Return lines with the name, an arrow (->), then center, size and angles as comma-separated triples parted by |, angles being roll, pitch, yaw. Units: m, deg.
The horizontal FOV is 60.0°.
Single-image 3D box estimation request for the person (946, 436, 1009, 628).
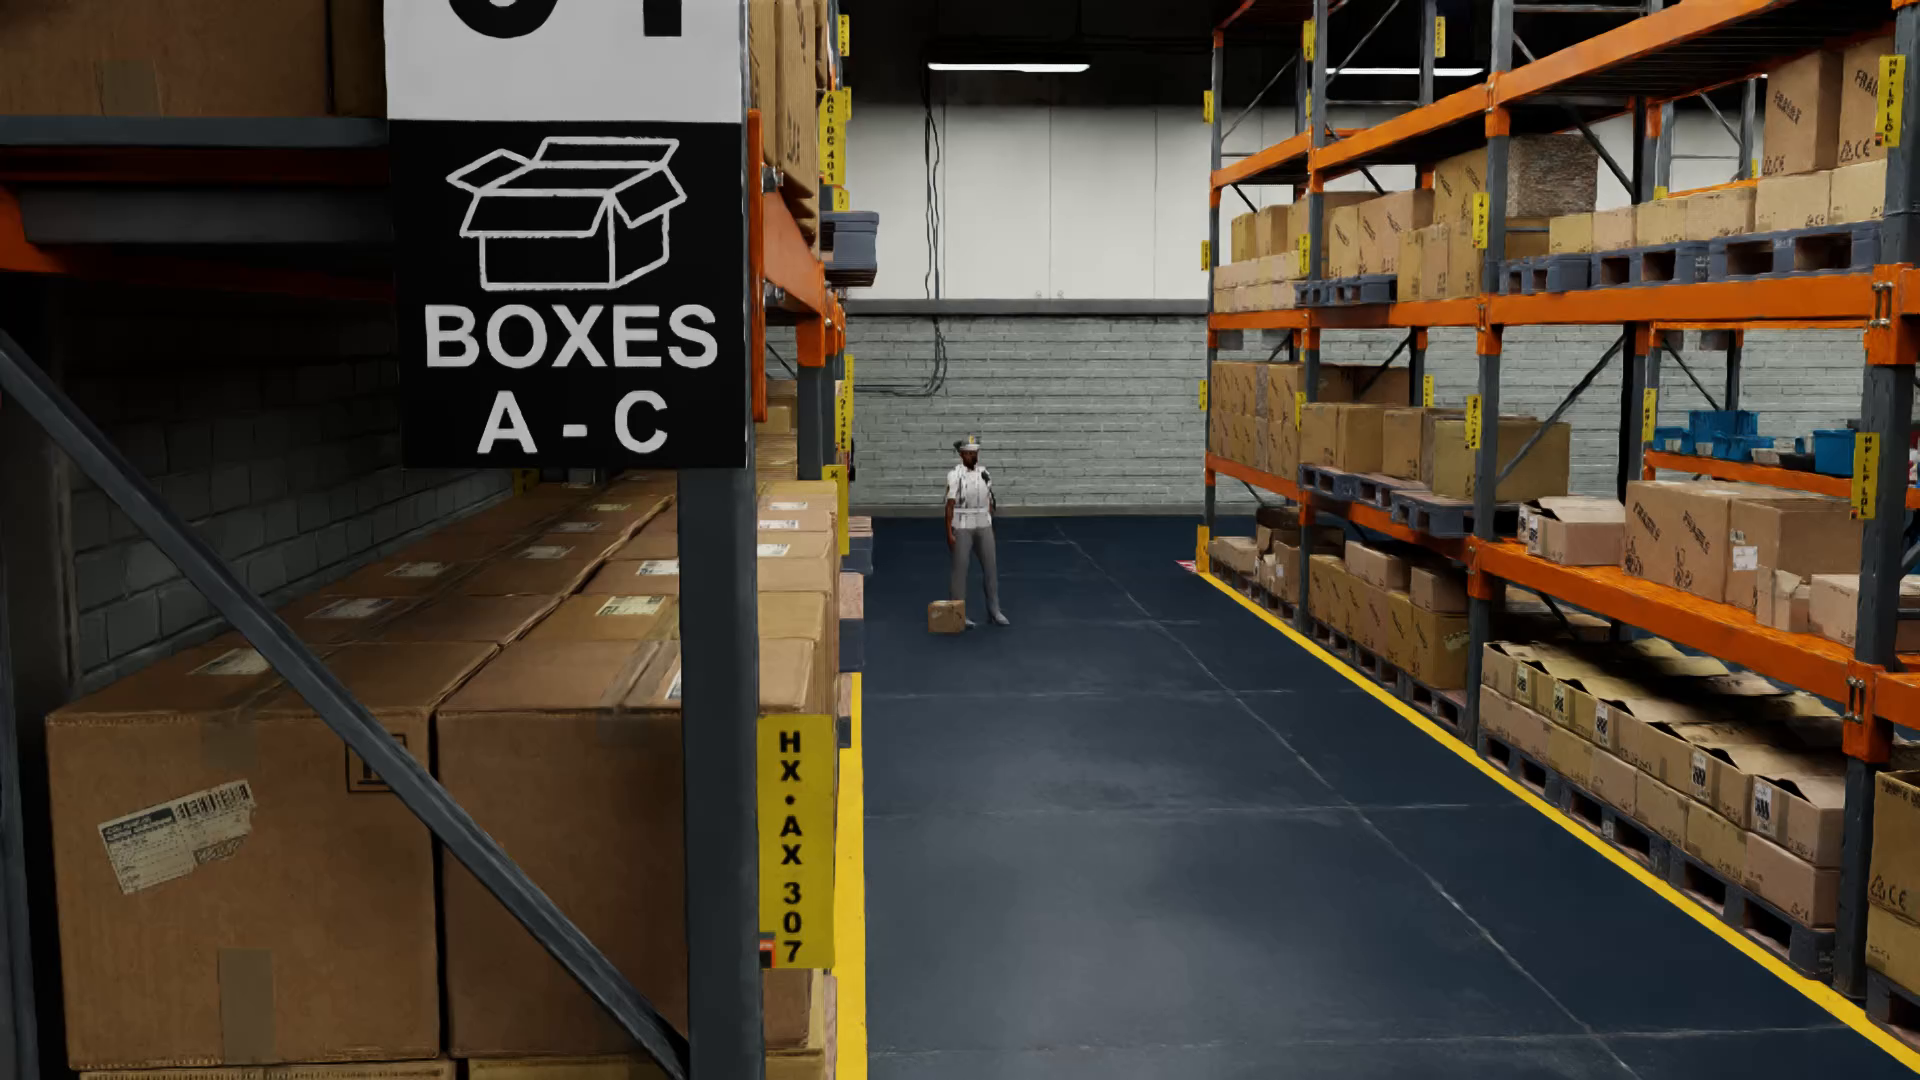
person -> 0.140, -0.080, 14.797 | 0.535, 1.705, 0.404 | -3, 8, -26
